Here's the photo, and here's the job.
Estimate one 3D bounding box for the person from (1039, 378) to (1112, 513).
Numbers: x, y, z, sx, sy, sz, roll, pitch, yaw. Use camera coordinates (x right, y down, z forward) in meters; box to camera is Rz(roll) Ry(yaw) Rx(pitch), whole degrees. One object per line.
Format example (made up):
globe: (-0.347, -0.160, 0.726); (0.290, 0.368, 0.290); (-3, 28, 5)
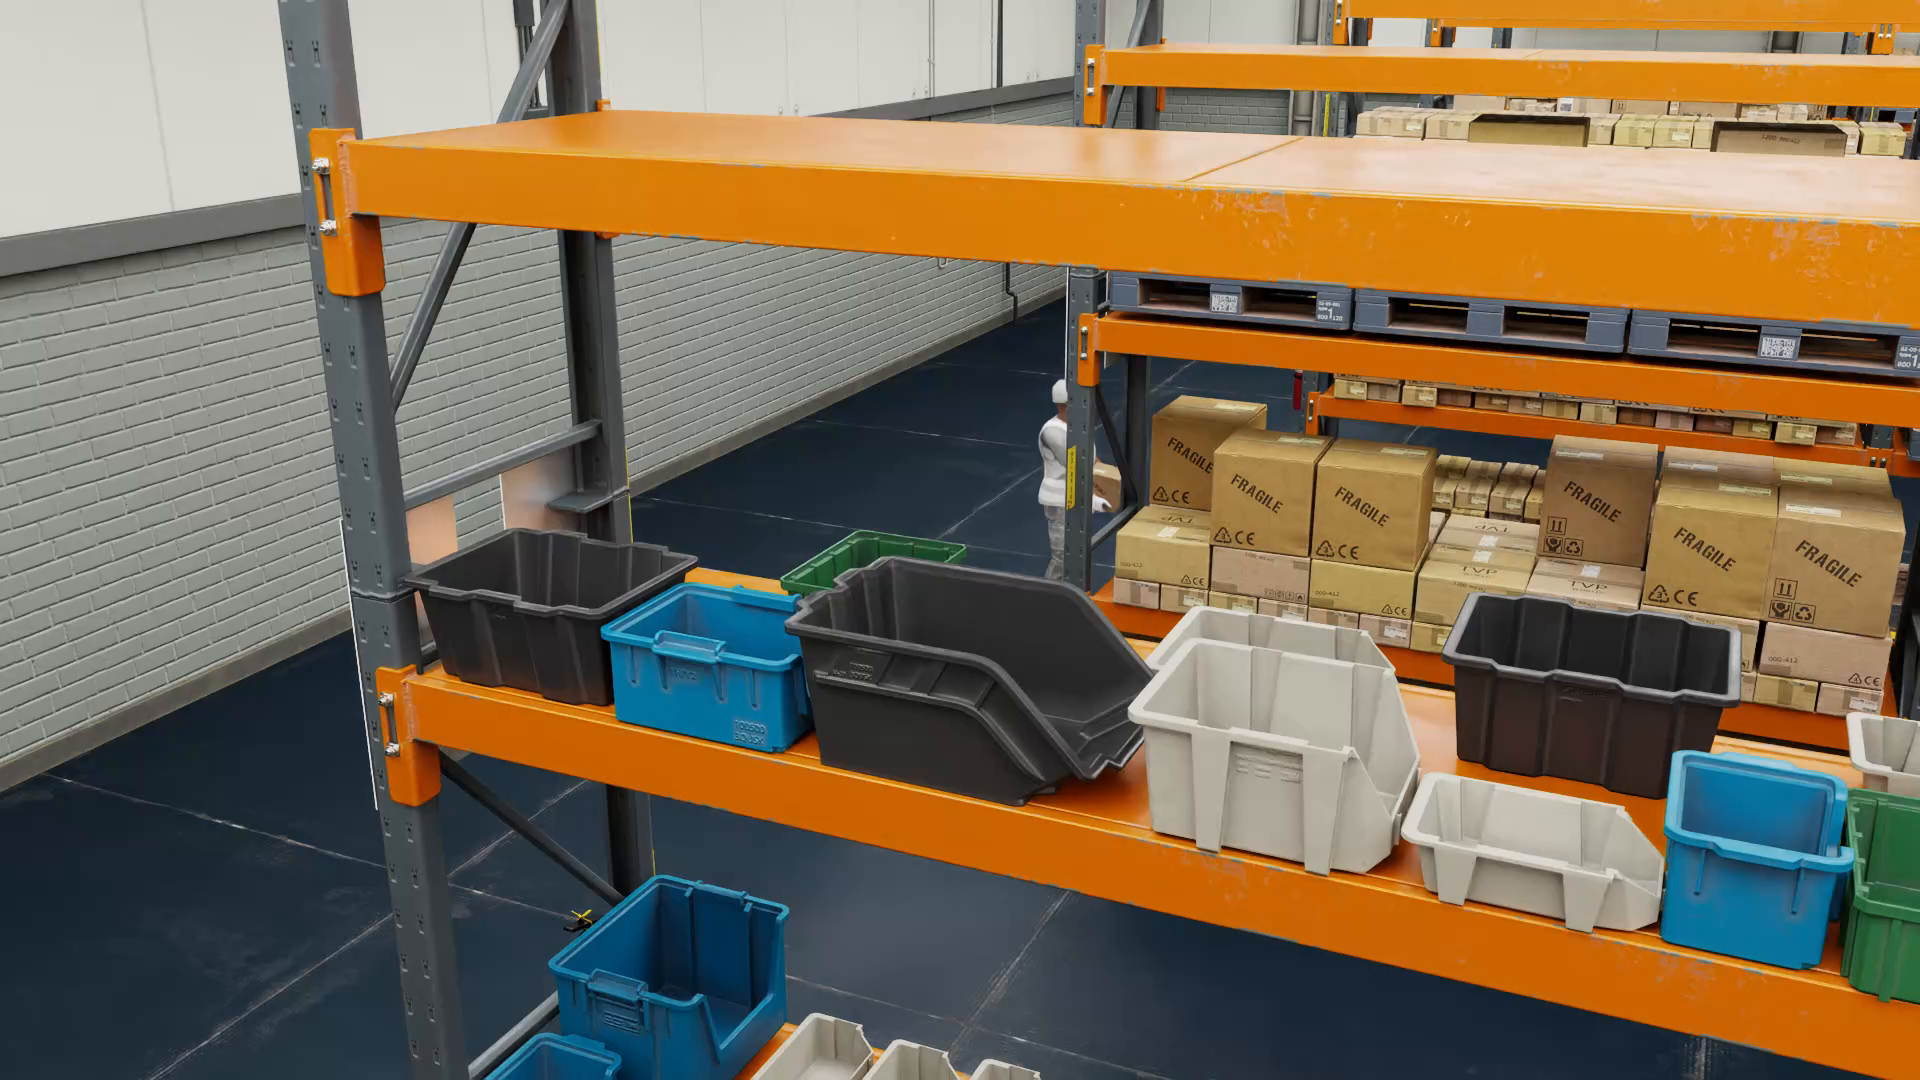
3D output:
person: (0.857, -0.263, 11.801); (0.566, 1.782, 0.458); (8, 21, 23)
